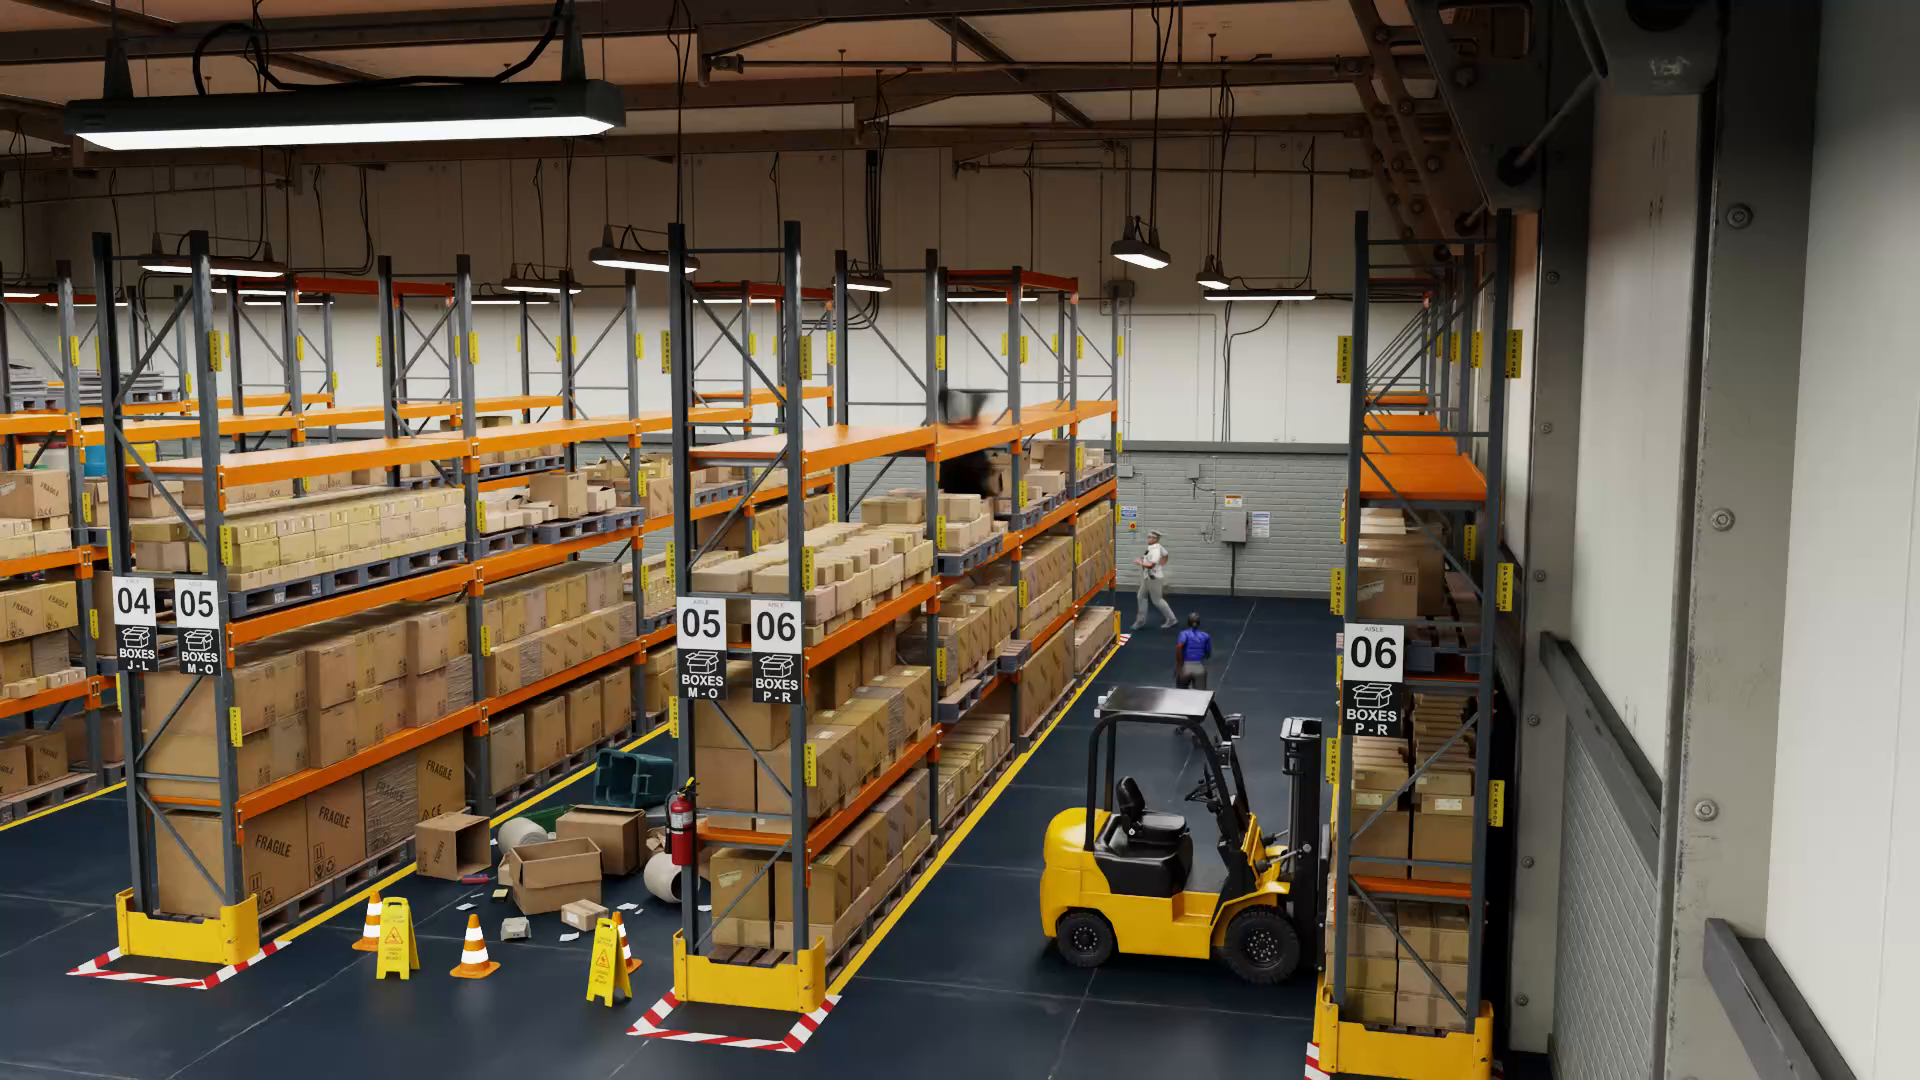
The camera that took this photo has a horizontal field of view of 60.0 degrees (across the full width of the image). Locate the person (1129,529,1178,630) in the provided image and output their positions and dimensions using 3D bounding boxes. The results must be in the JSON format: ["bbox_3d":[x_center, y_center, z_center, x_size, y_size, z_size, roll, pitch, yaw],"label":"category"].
[{"bbox_3d":[3.408,0.711,29.298,0.838,1.833,0.661,1,7,6],"label":"person"}]

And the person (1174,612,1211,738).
[{"bbox_3d":[3.003,1.752,21.451,0.499,1.609,0.932,0,7,1],"label":"person"}]
